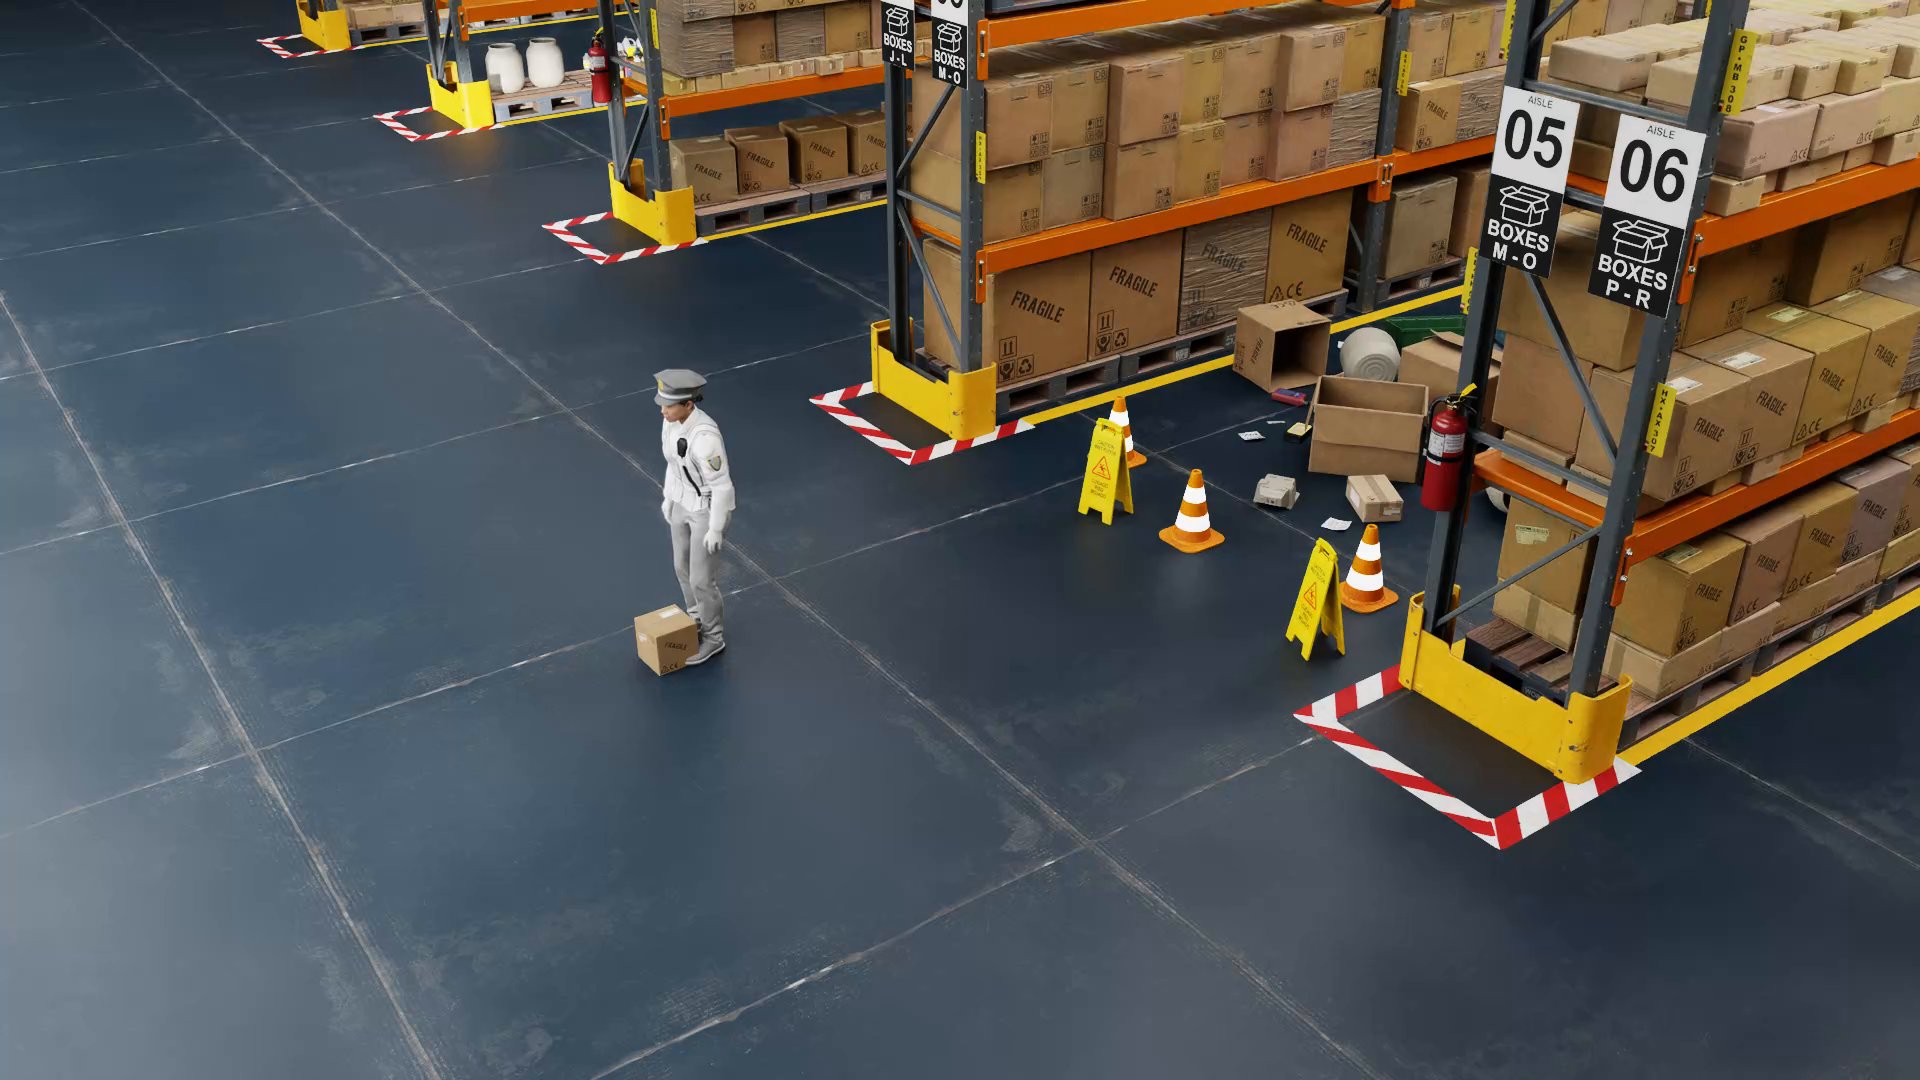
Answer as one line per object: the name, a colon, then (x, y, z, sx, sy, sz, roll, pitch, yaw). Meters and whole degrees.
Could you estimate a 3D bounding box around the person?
person: (-1.420, -0.135, 8.864, 0.409, 1.667, 0.547, -21, 35, -33)
